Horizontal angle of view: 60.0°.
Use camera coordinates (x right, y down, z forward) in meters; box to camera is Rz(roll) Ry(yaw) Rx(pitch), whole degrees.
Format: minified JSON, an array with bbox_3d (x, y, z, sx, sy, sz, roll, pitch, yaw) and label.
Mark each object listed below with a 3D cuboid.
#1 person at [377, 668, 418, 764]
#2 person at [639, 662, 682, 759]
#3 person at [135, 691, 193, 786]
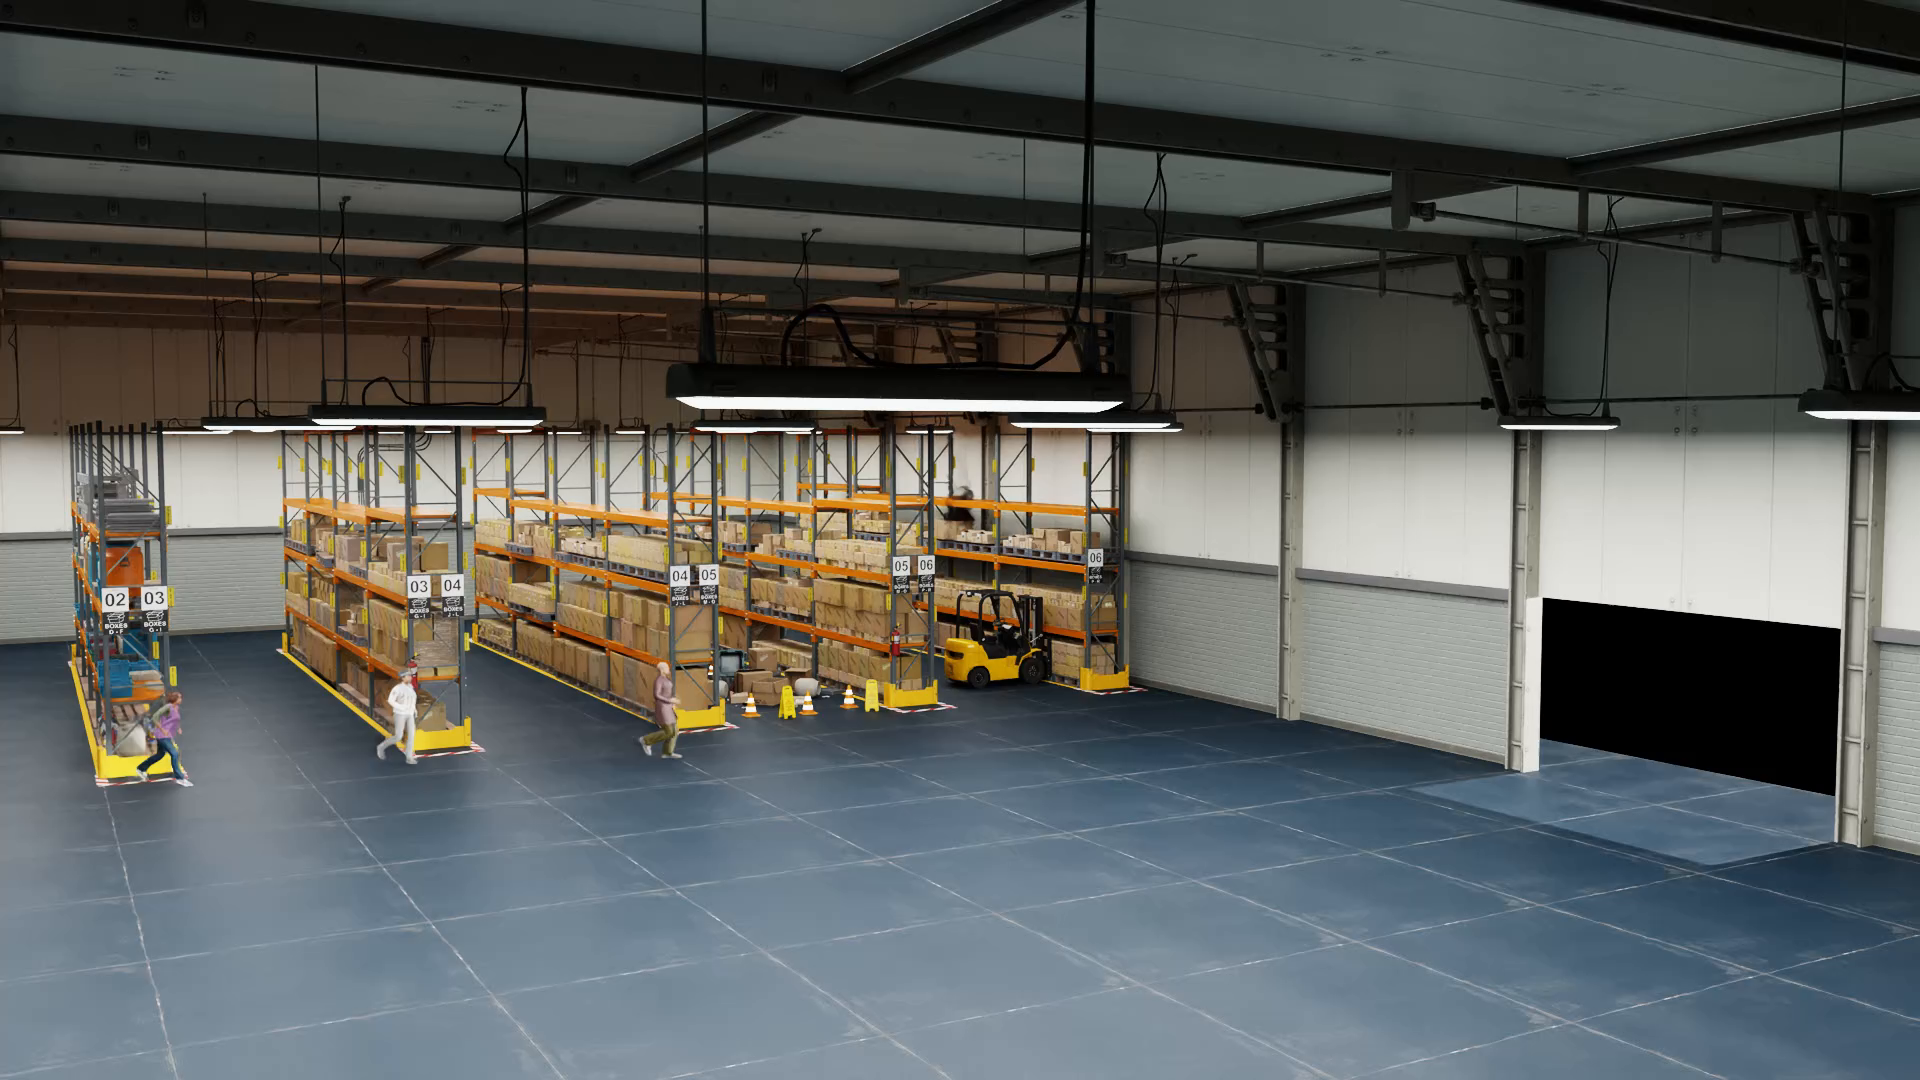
[{"bbox_3d":[-9.747,3.082,29.262,0.819,1.650,0.675,2,4,25],"label":"person"},{"bbox_3d":[-5.306,3.025,29.532,0.750,1.736,0.709,0,4,0],"label":"person"},{"bbox_3d":[-13.060,3.249,27.218,0.946,1.571,0.537,0,4,0],"label":"person"}]
